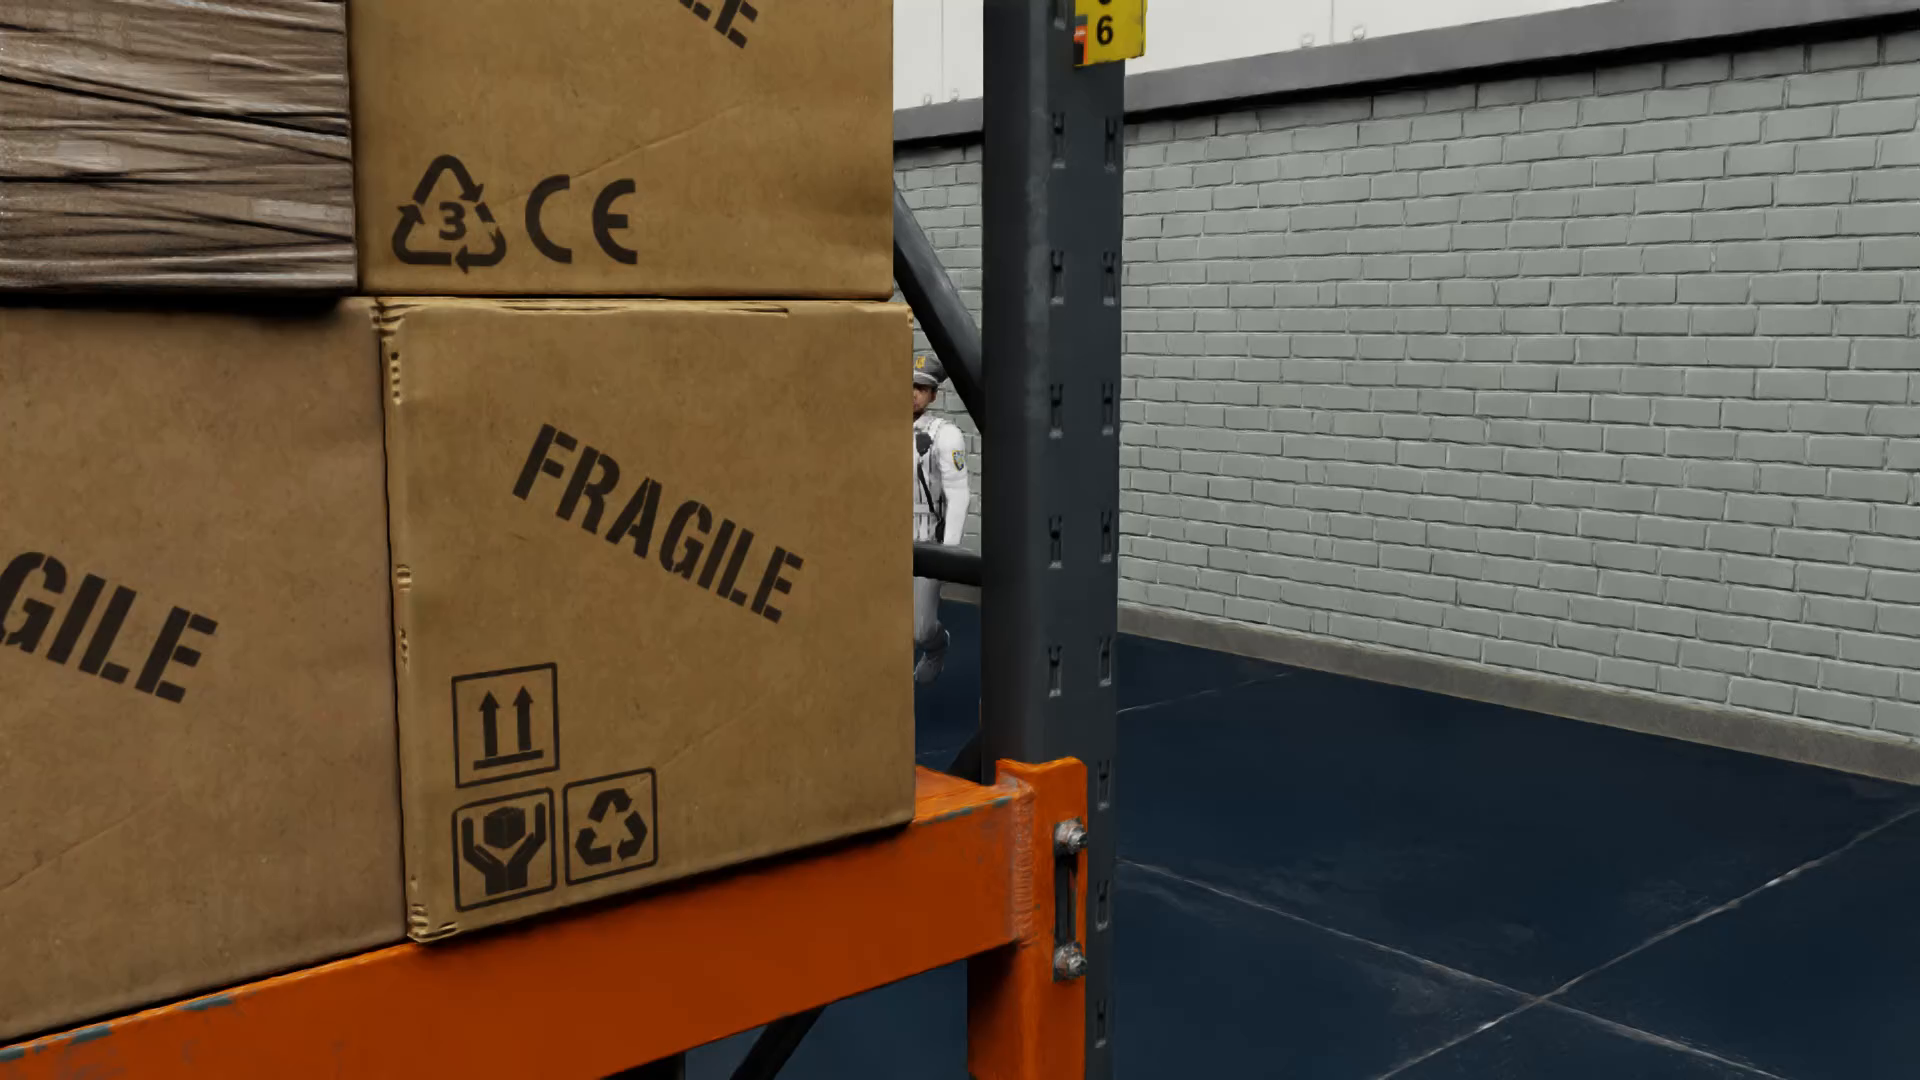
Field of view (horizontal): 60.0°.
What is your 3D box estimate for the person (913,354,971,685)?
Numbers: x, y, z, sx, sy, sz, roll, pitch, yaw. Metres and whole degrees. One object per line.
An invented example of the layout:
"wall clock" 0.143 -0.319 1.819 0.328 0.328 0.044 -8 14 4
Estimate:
"person" -0.235 -0.004 7.376 0.624 1.640 0.678 3 8 22
